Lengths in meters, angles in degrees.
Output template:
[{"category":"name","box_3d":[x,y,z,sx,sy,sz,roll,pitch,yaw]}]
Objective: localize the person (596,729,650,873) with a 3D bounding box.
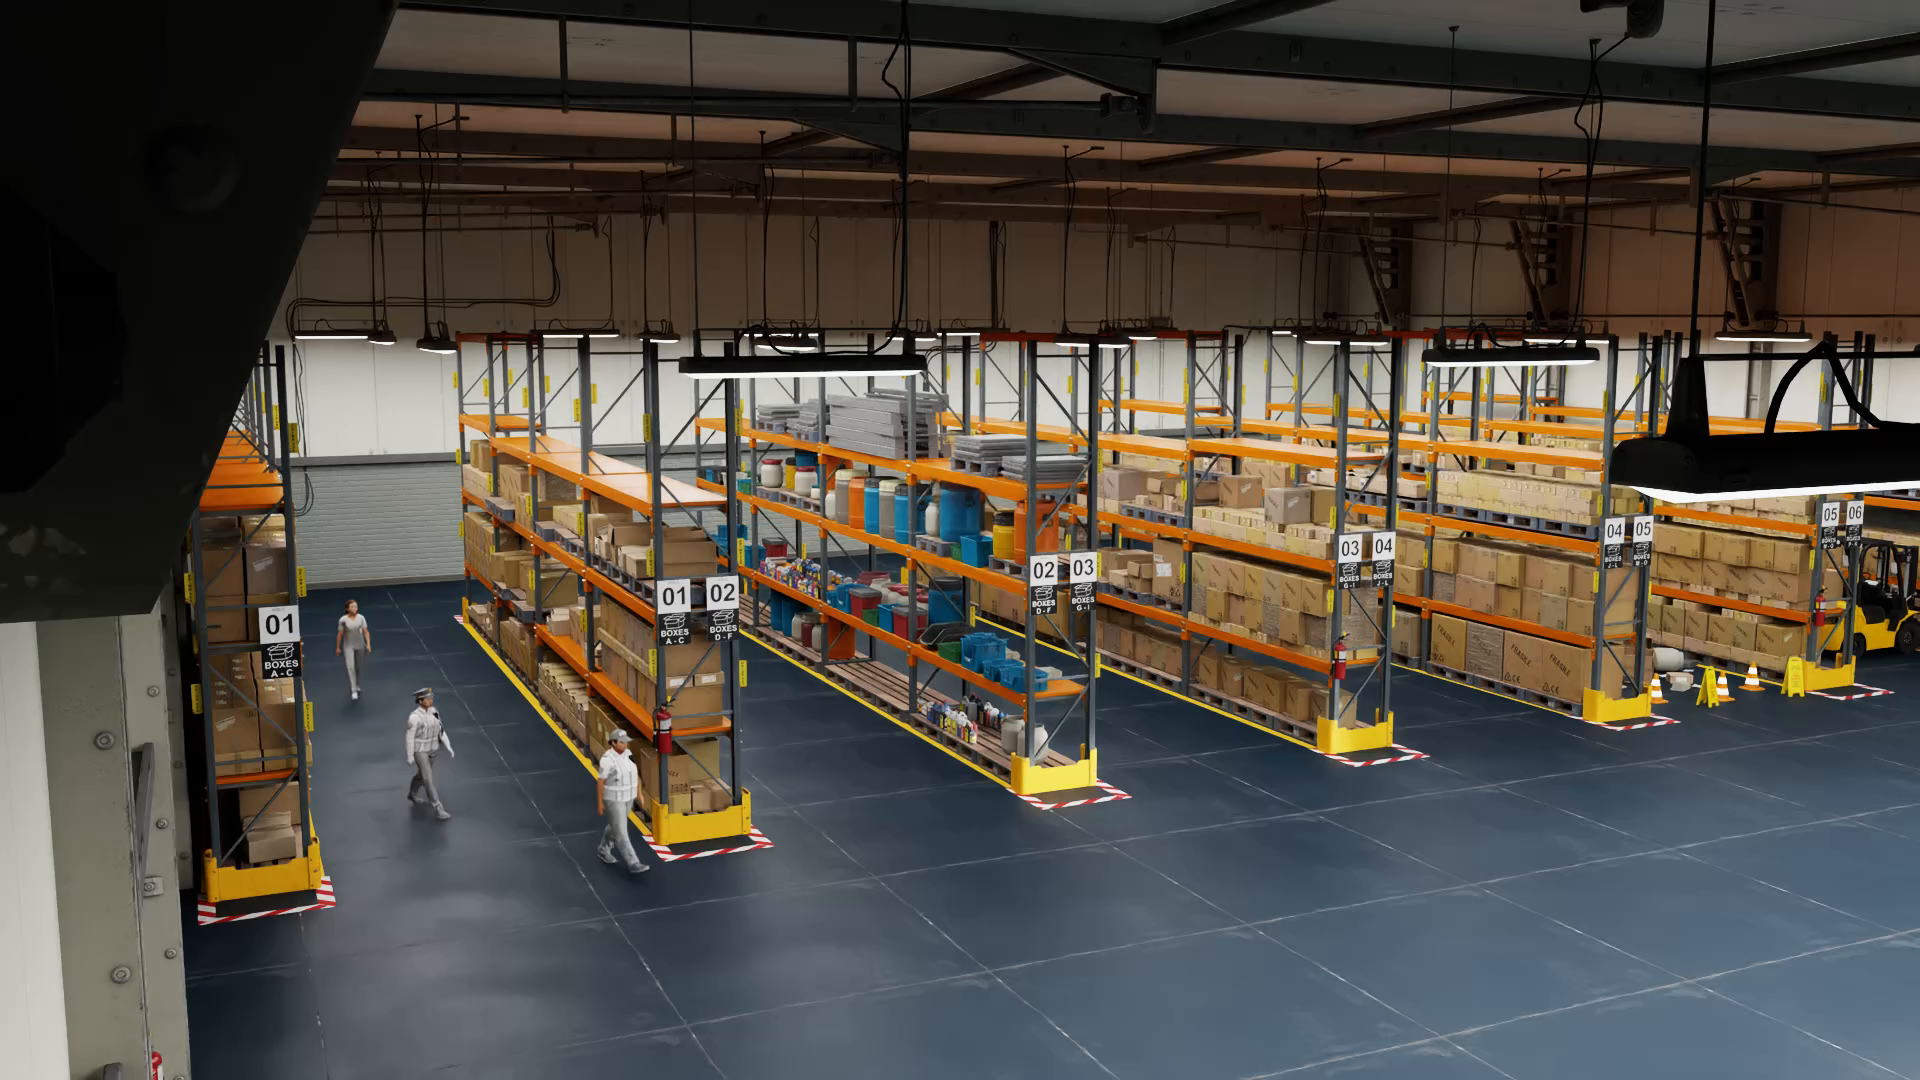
[{"category":"person","box_3d":[-3.828,2.964,18.996,0.973,1.611,0.537,4,9,28]}]

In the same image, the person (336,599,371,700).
[{"category":"person","box_3d":[-10.073,1.786,27.642,0.510,1.600,1.044,-5,9,-33]}]

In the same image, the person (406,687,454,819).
[{"category":"person","box_3d":[-6.769,2.659,21.144,1.052,1.604,0.555,6,10,36]}]
